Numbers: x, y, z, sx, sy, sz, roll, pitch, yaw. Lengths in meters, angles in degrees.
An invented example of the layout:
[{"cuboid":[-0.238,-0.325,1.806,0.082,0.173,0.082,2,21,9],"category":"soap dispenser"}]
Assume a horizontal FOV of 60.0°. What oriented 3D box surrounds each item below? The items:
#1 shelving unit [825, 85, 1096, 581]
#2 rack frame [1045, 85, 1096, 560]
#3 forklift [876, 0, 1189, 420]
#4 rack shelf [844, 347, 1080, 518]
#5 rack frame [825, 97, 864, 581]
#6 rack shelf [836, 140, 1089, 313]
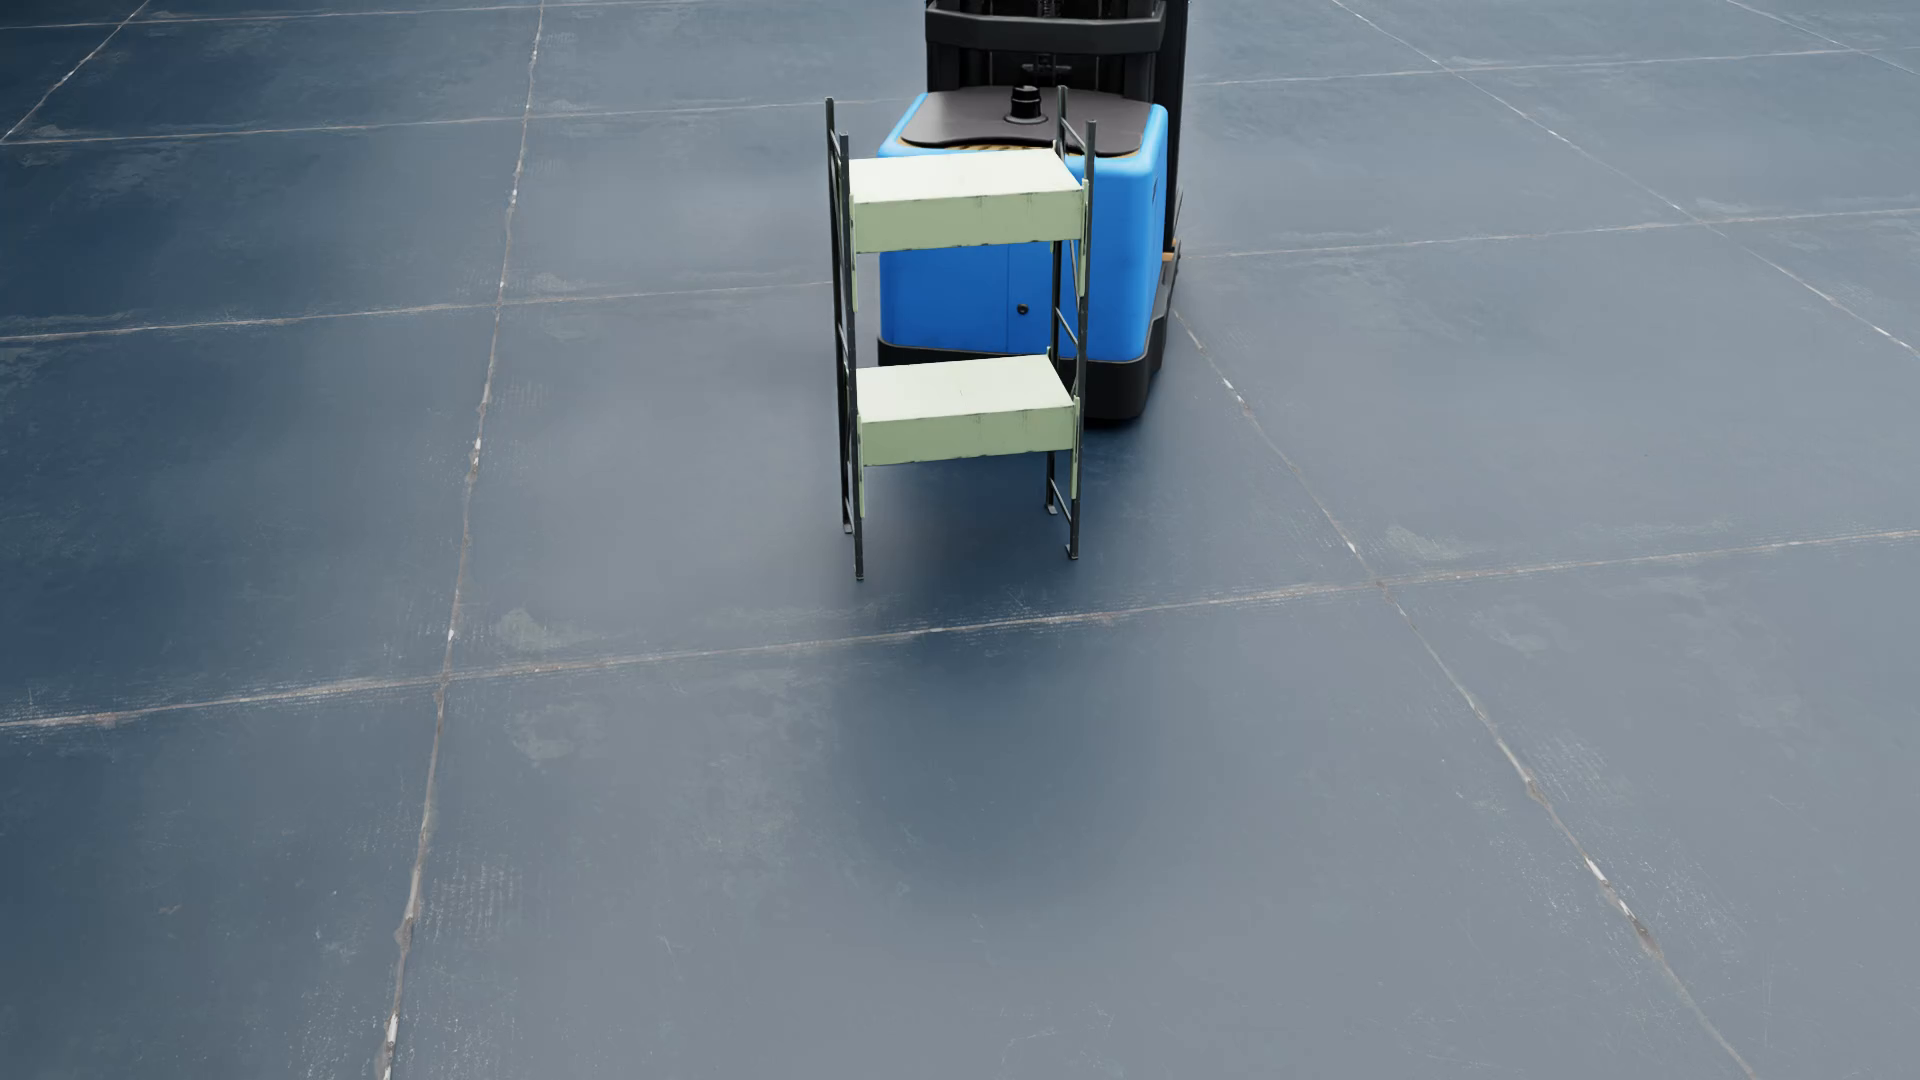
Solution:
[{"cuboid":[-0.007,-0.646,5.369,0.755,1.500,0.431,-5,31,-9],"category":"shelving unit"},{"cuboid":[0.353,-0.679,5.426,0.023,1.500,0.400,-5,31,-9],"category":"rack frame"},{"cuboid":[0.446,-2.457,7.037,1.130,2.935,3.031,5,31,9],"category":"forklift"},{"cuboid":[-0.007,-0.365,5.534,0.720,0.370,0.431,-5,31,-9],"category":"rack shelf"},{"cuboid":[-0.367,-0.612,5.312,0.023,1.500,0.400,-5,31,-9],"category":"rack frame"},{"cuboid":[-0.007,-0.982,5.171,0.720,0.370,0.431,-5,31,-9],"category":"rack shelf"}]
